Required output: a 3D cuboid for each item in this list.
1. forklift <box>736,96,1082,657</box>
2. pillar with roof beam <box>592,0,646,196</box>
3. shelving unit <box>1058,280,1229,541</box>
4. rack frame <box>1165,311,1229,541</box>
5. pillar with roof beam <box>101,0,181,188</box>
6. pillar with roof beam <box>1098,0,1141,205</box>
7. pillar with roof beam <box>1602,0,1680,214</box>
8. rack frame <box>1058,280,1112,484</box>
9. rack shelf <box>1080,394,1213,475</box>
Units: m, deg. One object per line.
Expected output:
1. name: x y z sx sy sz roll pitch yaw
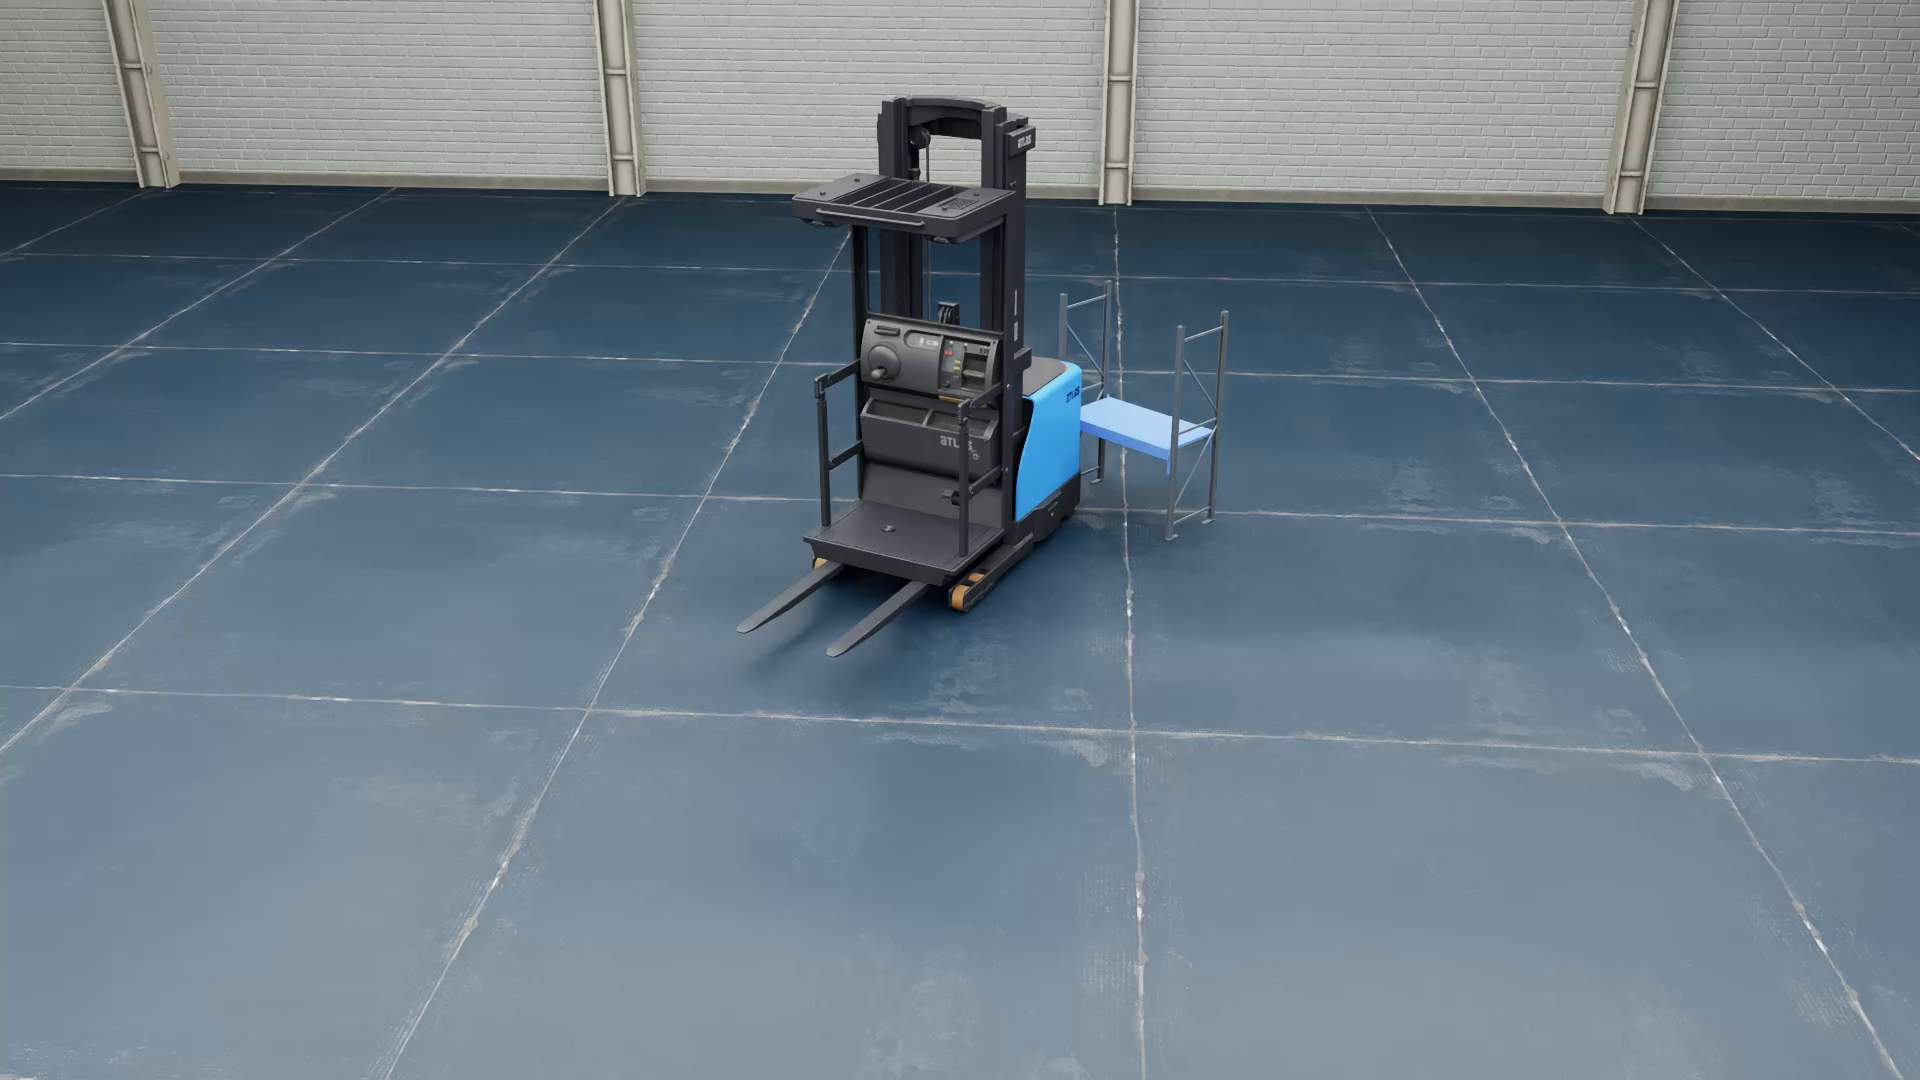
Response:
1. forklift: -0.292 -1.101 10.135 1.130 2.935 3.031 12 27 25
2. pillar with roof beam: -4.434 -6.583 14.792 0.400 9.000 9.100 2 25 4
3. shelving unit: 1.223 -0.904 11.420 0.538 1.500 1.048 -22 33 -39
4. rack frame: 1.577 -0.751 11.089 0.500 1.500 0.032 -22 33 -39
5. pillar with roof beam: -10.416 -6.775 15.209 0.400 9.000 9.100 2 25 4
6. pillar with roof beam: 1.549 -6.391 14.375 0.400 9.000 9.100 2 25 4
7. pillar with roof beam: 7.531 -6.199 13.958 0.400 9.000 9.100 2 25 4
8. rack frame: 0.869 -1.056 11.751 0.500 1.500 0.032 -22 33 -39
9. rack shelf: 1.223 -0.740 11.495 0.538 0.185 1.000 -22 33 -39
